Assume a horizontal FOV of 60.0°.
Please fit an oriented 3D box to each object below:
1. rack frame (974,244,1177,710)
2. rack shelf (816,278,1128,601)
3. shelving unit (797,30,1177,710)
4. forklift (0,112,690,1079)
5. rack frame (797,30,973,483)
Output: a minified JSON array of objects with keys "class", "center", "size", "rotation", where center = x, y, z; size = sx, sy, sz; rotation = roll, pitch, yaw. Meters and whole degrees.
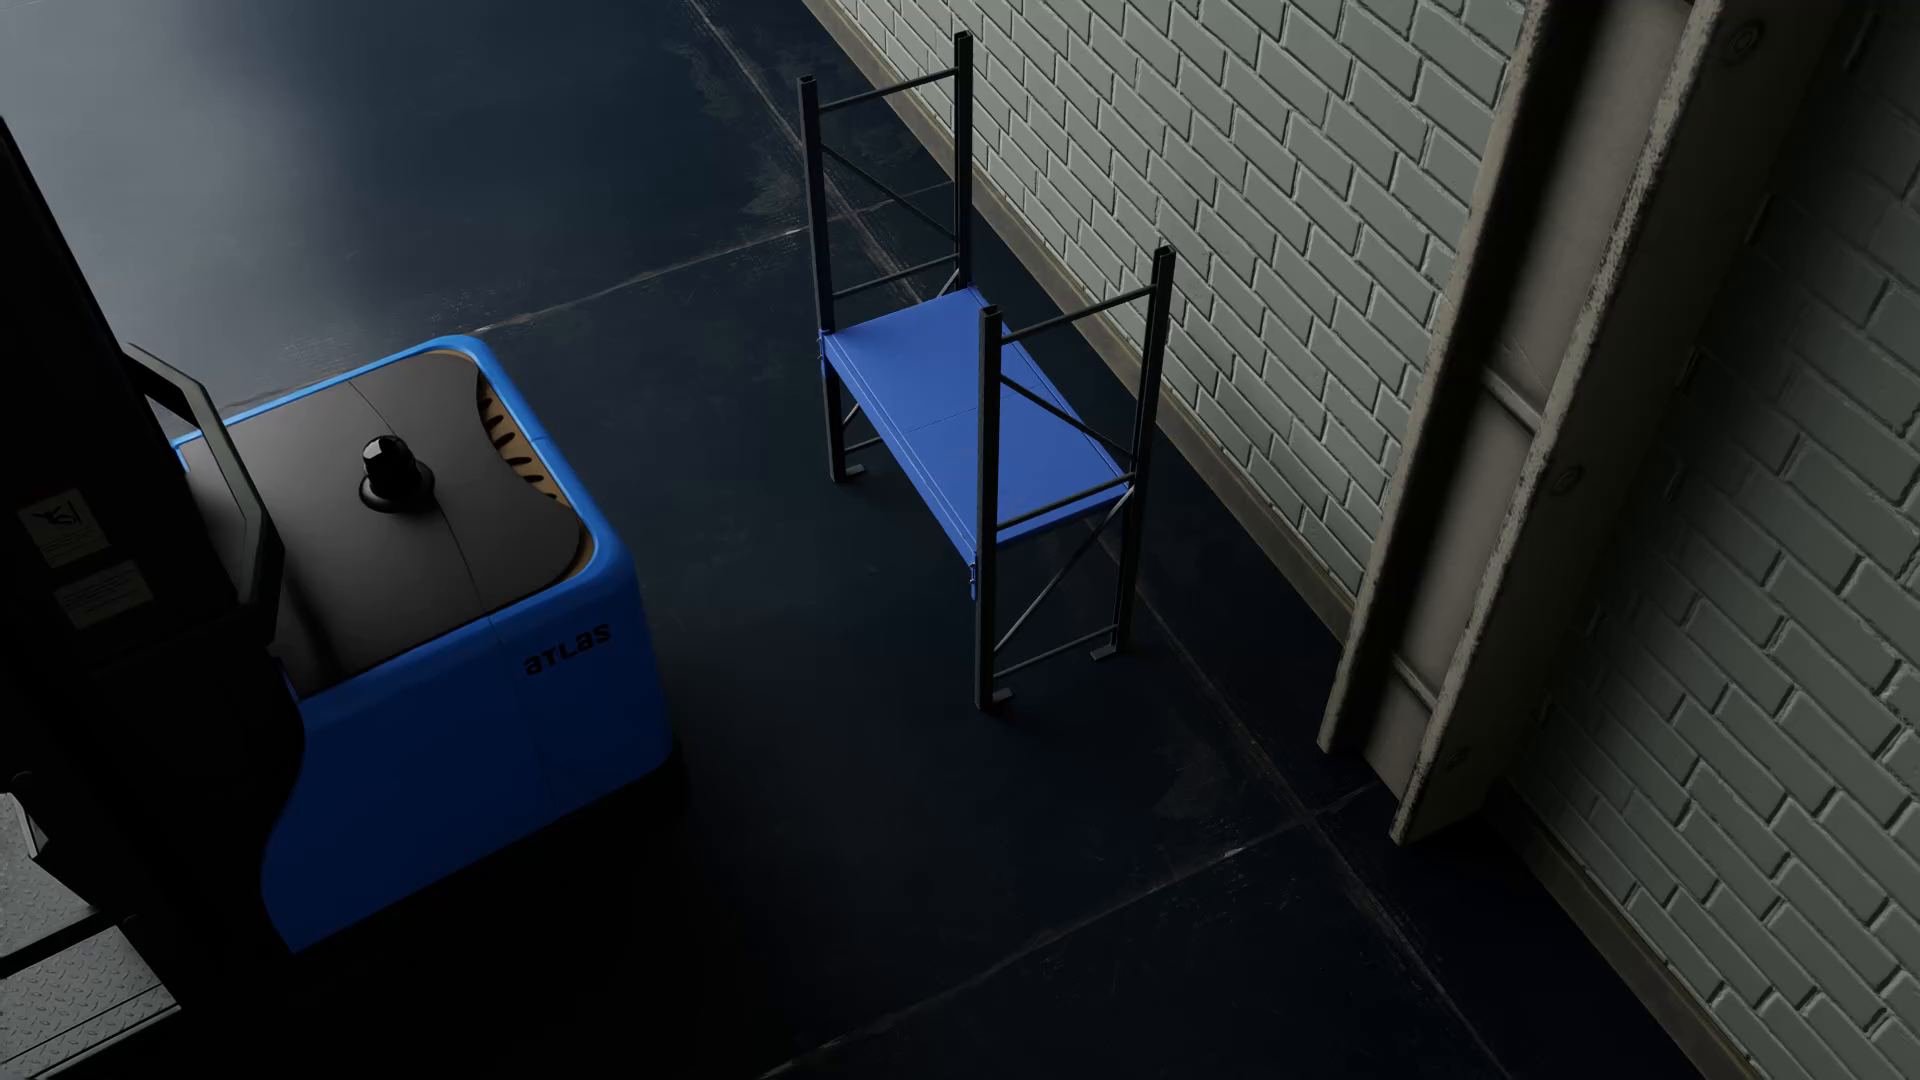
[{"class":"rack frame","center":[0.272,-0.096,4.338],"size":[0.500,1.500,0.032],"rotation":[-21,52,-18]},{"class":"rack shelf","center":[0.039,-0.318,4.771],"size":[0.538,0.185,1.000],"rotation":[-21,52,-18]},{"class":"shelving unit","center":[0.039,-0.437,4.636],"size":[0.538,1.500,1.048],"rotation":[-21,52,-18]},{"class":"forklift","center":[-2.253,0.094,3.221],"size":[3.031,2.935,1.130],"rotation":[-26,54,-21]},{"class":"rack frame","center":[-0.194,-0.777,4.933],"size":[0.500,1.500,0.032],"rotation":[-21,52,-18]}]
